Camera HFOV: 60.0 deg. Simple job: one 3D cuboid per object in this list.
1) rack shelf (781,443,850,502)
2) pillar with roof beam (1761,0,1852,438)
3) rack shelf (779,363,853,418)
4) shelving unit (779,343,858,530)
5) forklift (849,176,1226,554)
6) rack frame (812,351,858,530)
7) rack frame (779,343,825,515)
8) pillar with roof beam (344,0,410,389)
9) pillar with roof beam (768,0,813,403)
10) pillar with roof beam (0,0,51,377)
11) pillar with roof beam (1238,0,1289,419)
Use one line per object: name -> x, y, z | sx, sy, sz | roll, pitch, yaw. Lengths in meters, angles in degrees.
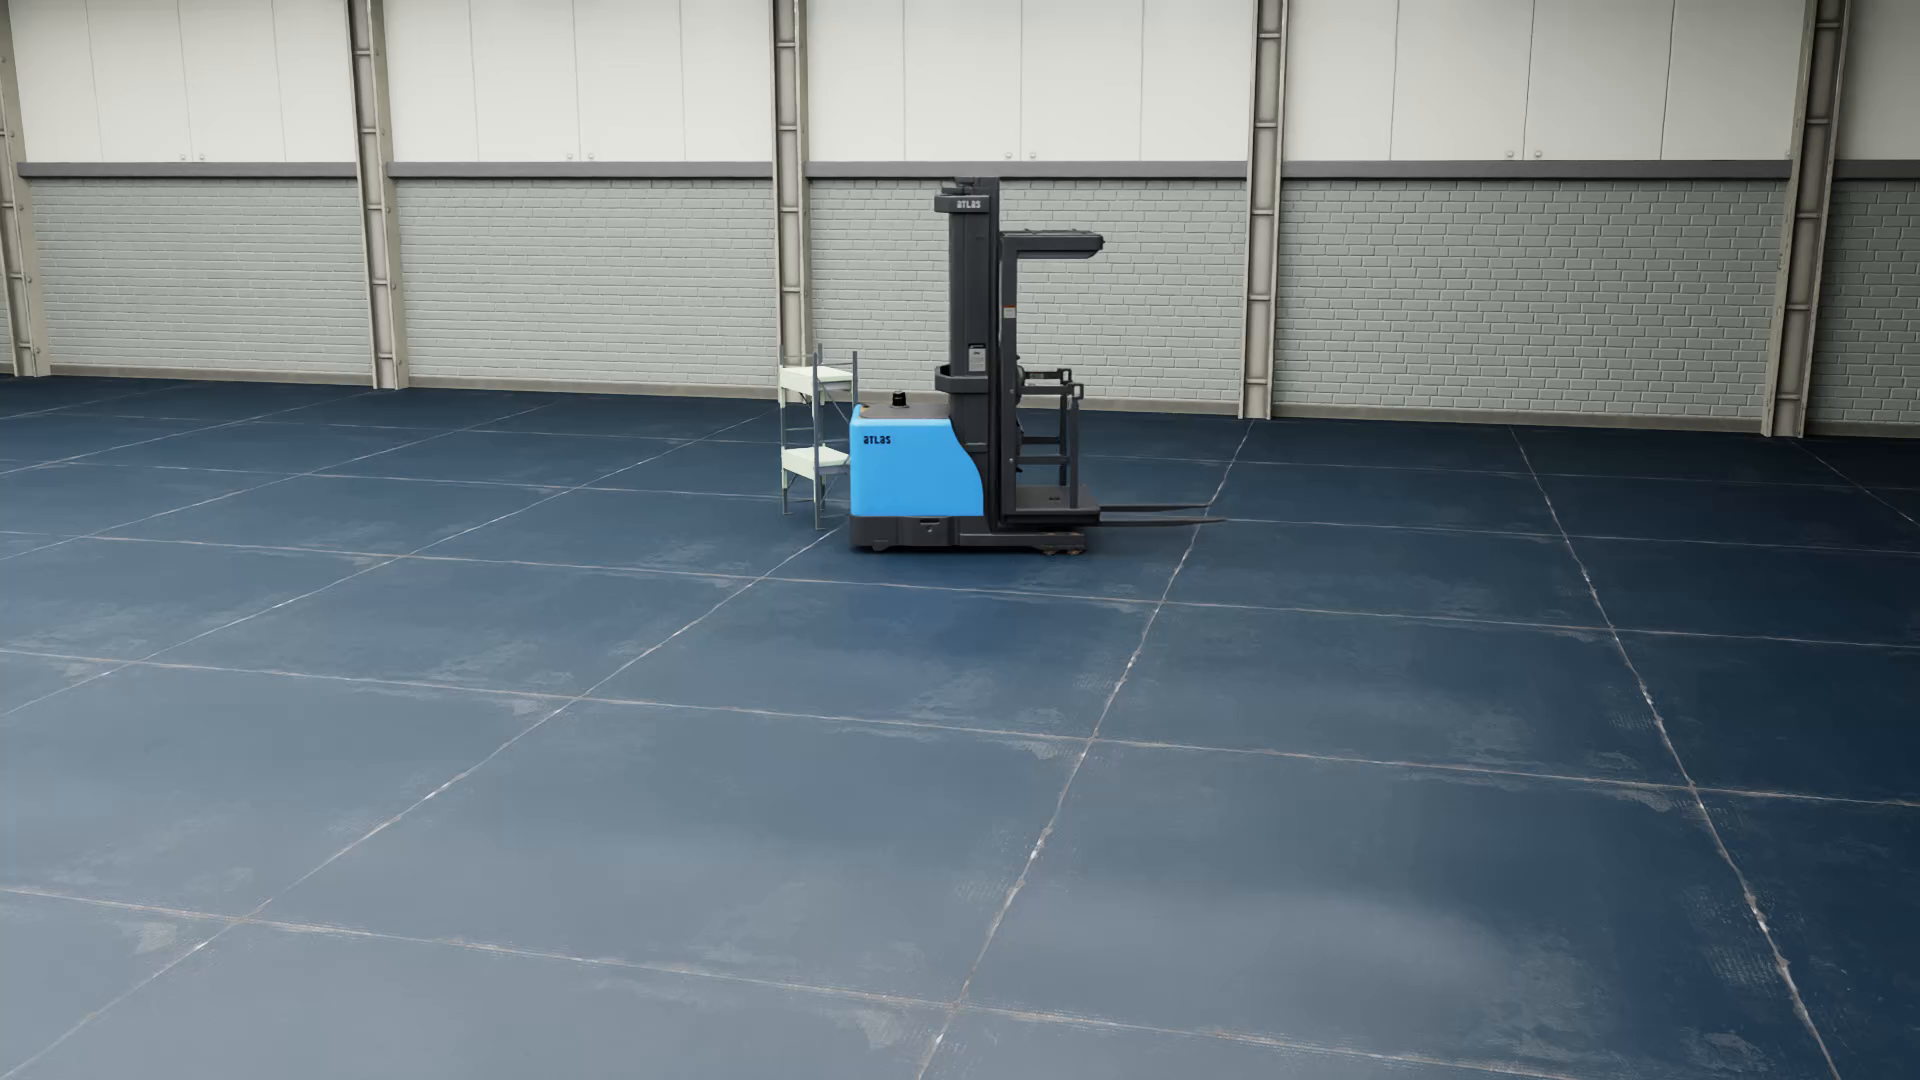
rack shelf -> -1.218, -0.590, 14.435 | 0.431, 0.370, 0.720 | -7, 14, -27
pillar with roof beam -> 8.450, -4.698, 14.133 | 0.400, 9.000, 9.100 | 3, 13, 14
rack shelf -> -1.218, -1.289, 14.279 | 0.431, 0.370, 0.720 | -7, 14, -27
shelving unit -> -1.218, -0.908, 14.364 | 0.431, 1.500, 0.755 | -7, 14, -27
forklift -> 0.622, -1.435, 13.435 | 3.031, 2.935, 1.130 | 0, 13, -2
rack frame -> -1.045, -0.838, 14.049 | 0.400, 1.500, 0.023 | -7, 14, -27
rack frame -> -1.390, -0.978, 14.679 | 0.400, 1.500, 0.023 | -7, 14, -27
pillar with roof beam -> -9.026, -5.632, 18.344 | 0.400, 9.000, 9.100 | 3, 13, 14
pillar with roof beam -> -3.200, -5.321, 16.940 | 0.400, 9.000, 9.100 | 3, 13, 14
pillar with roof beam -> -14.851, -5.944, 19.747 | 0.400, 9.000, 9.100 | 3, 13, 14
pillar with roof beam -> 2.625, -5.009, 15.537 | 0.400, 9.000, 9.100 | 3, 13, 14
